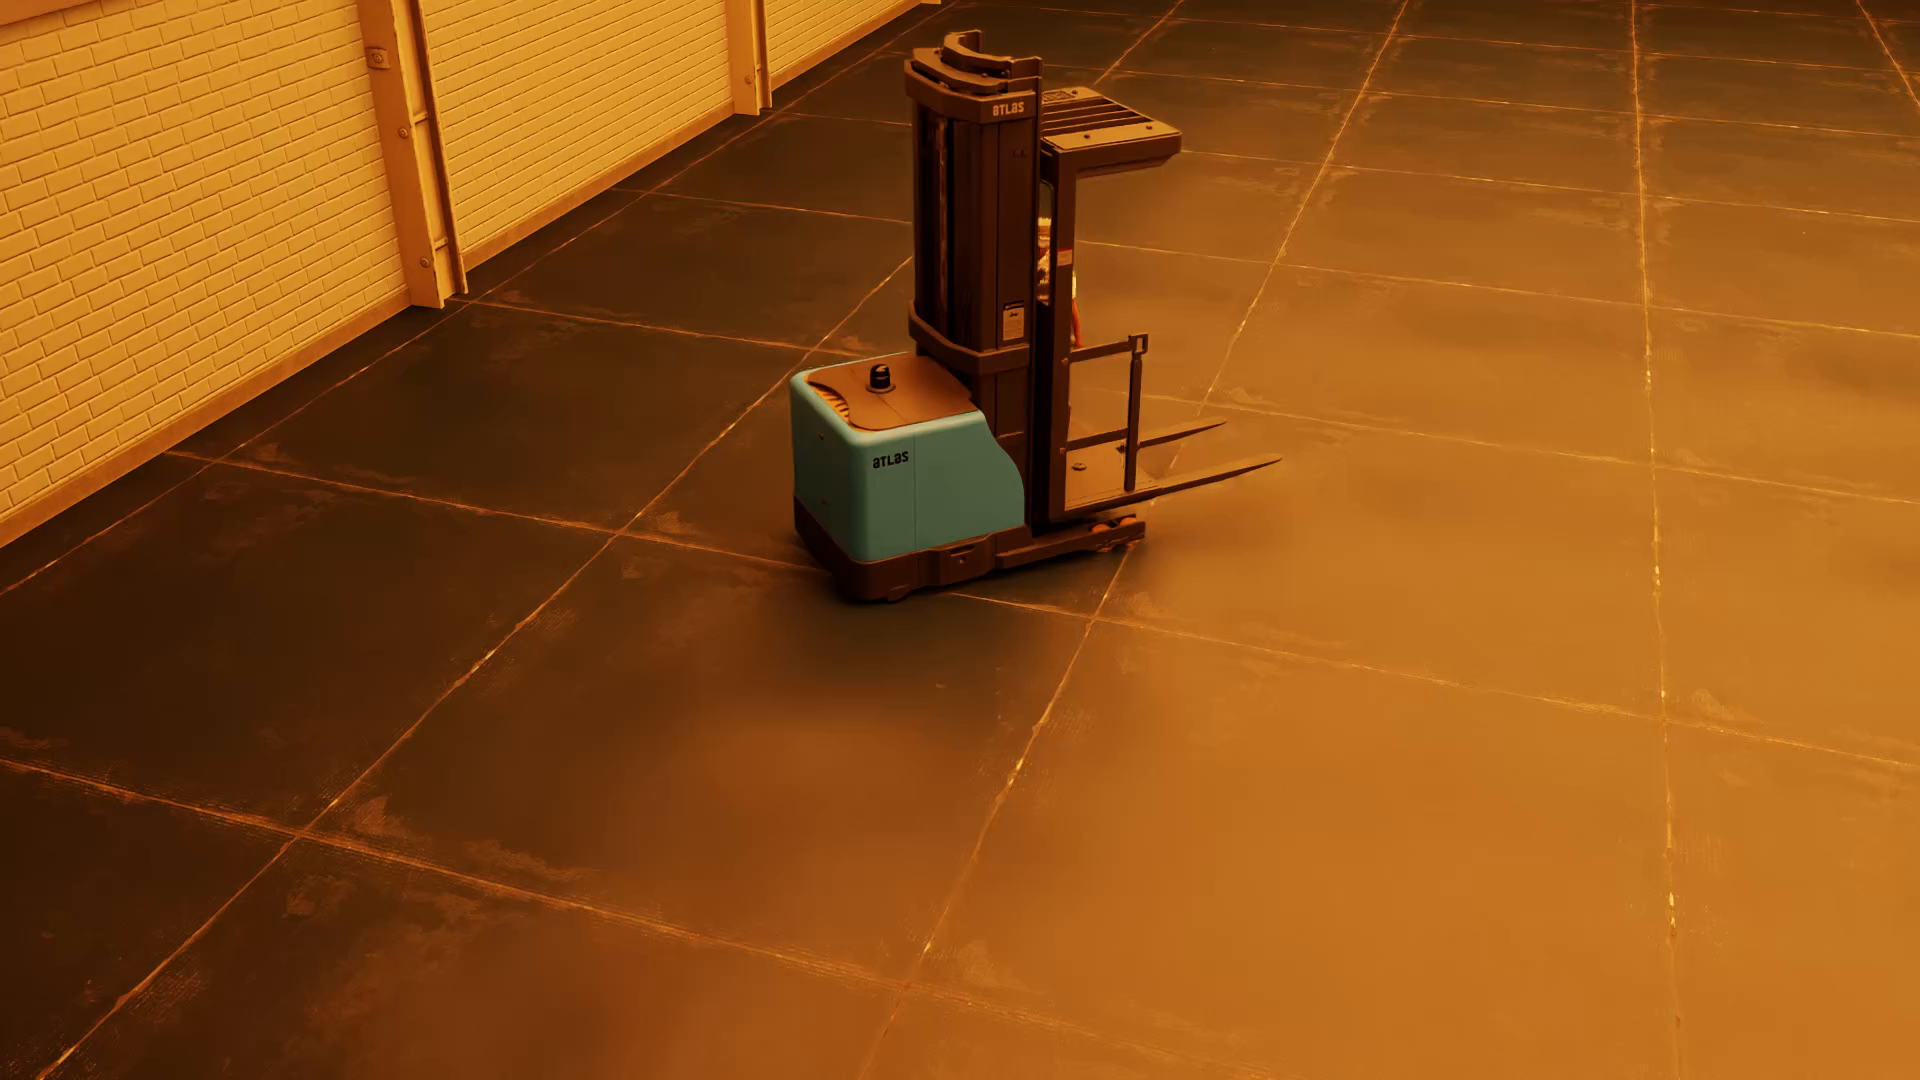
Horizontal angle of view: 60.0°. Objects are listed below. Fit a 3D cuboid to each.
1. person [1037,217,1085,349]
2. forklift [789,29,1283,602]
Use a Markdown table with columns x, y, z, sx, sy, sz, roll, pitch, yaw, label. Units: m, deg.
| x | y | z | sx | sy | sz | roll | pitch | yaw | label |
| --- | --- | --- | --- | --- | --- | --- | --- | --- | --- |
| 0.508 | -1.350 | 10.880 | 0.812 | 1.638 | 0.425 | 20 | 35 | 31 | person |
| 0.550 | -1.418 | 9.625 | 3.031 | 2.935 | 1.130 | -14 | 32 | -23 | forklift |
